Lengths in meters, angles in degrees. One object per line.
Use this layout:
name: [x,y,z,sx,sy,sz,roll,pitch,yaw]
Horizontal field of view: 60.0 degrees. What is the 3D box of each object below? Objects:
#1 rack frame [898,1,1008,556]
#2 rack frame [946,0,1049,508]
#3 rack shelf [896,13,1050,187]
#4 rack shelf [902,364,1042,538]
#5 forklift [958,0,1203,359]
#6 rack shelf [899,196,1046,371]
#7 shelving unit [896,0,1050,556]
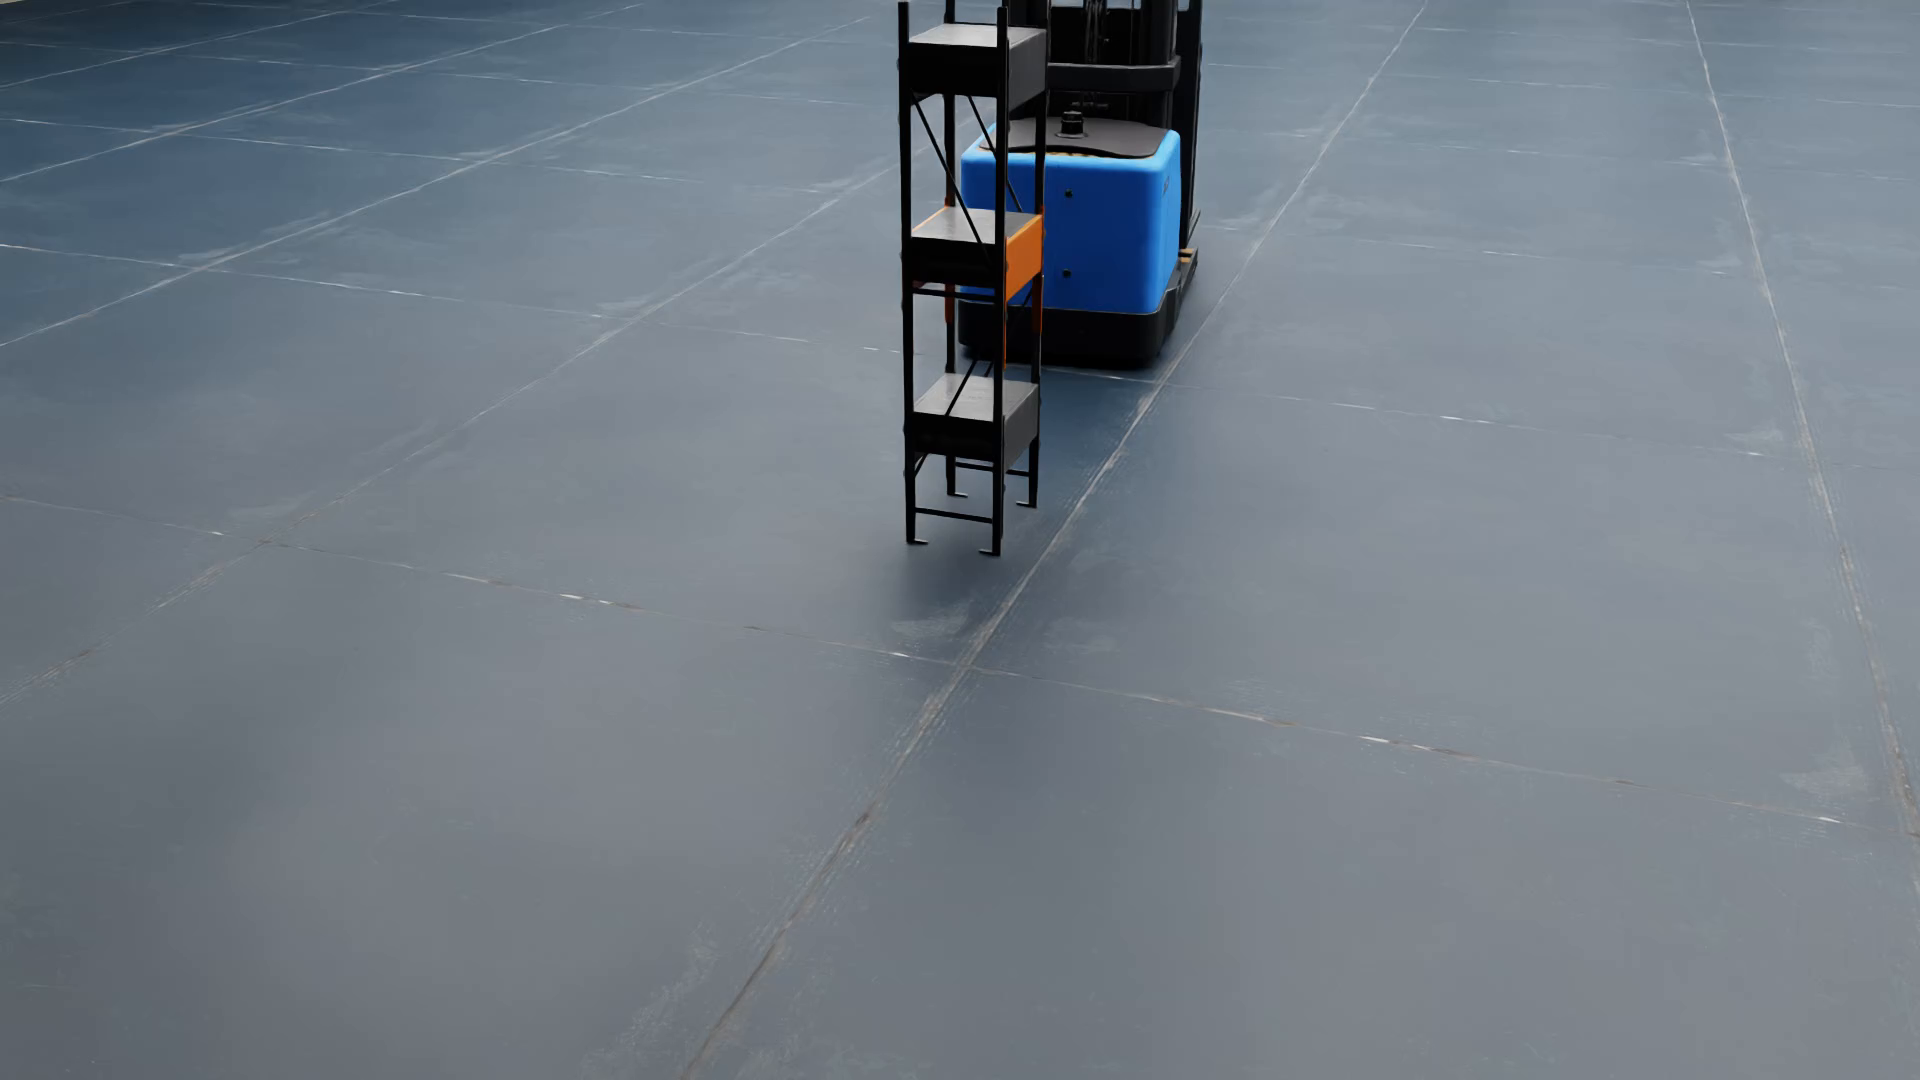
rack frame: [-0.026,-0.913,6.226,0.400,2.100,0.015,9,27,17]
rack frame: [0.136,-1.113,6.640,0.400,2.100,0.015,9,27,17]
rack shelf: [0.055,-1.631,6.134,0.431,0.518,0.480,9,27,17]
rack shelf: [0.055,-0.371,6.744,0.431,0.518,0.480,9,27,17]
forklift: [0.823,-2.860,9.294,1.130,2.935,3.031,6,26,12]
rack shelf: [0.055,-1.001,6.439,0.431,0.518,0.480,9,27,17]
shelving unit: [0.055,-1.013,6.433,0.431,2.100,0.503,9,27,17]
